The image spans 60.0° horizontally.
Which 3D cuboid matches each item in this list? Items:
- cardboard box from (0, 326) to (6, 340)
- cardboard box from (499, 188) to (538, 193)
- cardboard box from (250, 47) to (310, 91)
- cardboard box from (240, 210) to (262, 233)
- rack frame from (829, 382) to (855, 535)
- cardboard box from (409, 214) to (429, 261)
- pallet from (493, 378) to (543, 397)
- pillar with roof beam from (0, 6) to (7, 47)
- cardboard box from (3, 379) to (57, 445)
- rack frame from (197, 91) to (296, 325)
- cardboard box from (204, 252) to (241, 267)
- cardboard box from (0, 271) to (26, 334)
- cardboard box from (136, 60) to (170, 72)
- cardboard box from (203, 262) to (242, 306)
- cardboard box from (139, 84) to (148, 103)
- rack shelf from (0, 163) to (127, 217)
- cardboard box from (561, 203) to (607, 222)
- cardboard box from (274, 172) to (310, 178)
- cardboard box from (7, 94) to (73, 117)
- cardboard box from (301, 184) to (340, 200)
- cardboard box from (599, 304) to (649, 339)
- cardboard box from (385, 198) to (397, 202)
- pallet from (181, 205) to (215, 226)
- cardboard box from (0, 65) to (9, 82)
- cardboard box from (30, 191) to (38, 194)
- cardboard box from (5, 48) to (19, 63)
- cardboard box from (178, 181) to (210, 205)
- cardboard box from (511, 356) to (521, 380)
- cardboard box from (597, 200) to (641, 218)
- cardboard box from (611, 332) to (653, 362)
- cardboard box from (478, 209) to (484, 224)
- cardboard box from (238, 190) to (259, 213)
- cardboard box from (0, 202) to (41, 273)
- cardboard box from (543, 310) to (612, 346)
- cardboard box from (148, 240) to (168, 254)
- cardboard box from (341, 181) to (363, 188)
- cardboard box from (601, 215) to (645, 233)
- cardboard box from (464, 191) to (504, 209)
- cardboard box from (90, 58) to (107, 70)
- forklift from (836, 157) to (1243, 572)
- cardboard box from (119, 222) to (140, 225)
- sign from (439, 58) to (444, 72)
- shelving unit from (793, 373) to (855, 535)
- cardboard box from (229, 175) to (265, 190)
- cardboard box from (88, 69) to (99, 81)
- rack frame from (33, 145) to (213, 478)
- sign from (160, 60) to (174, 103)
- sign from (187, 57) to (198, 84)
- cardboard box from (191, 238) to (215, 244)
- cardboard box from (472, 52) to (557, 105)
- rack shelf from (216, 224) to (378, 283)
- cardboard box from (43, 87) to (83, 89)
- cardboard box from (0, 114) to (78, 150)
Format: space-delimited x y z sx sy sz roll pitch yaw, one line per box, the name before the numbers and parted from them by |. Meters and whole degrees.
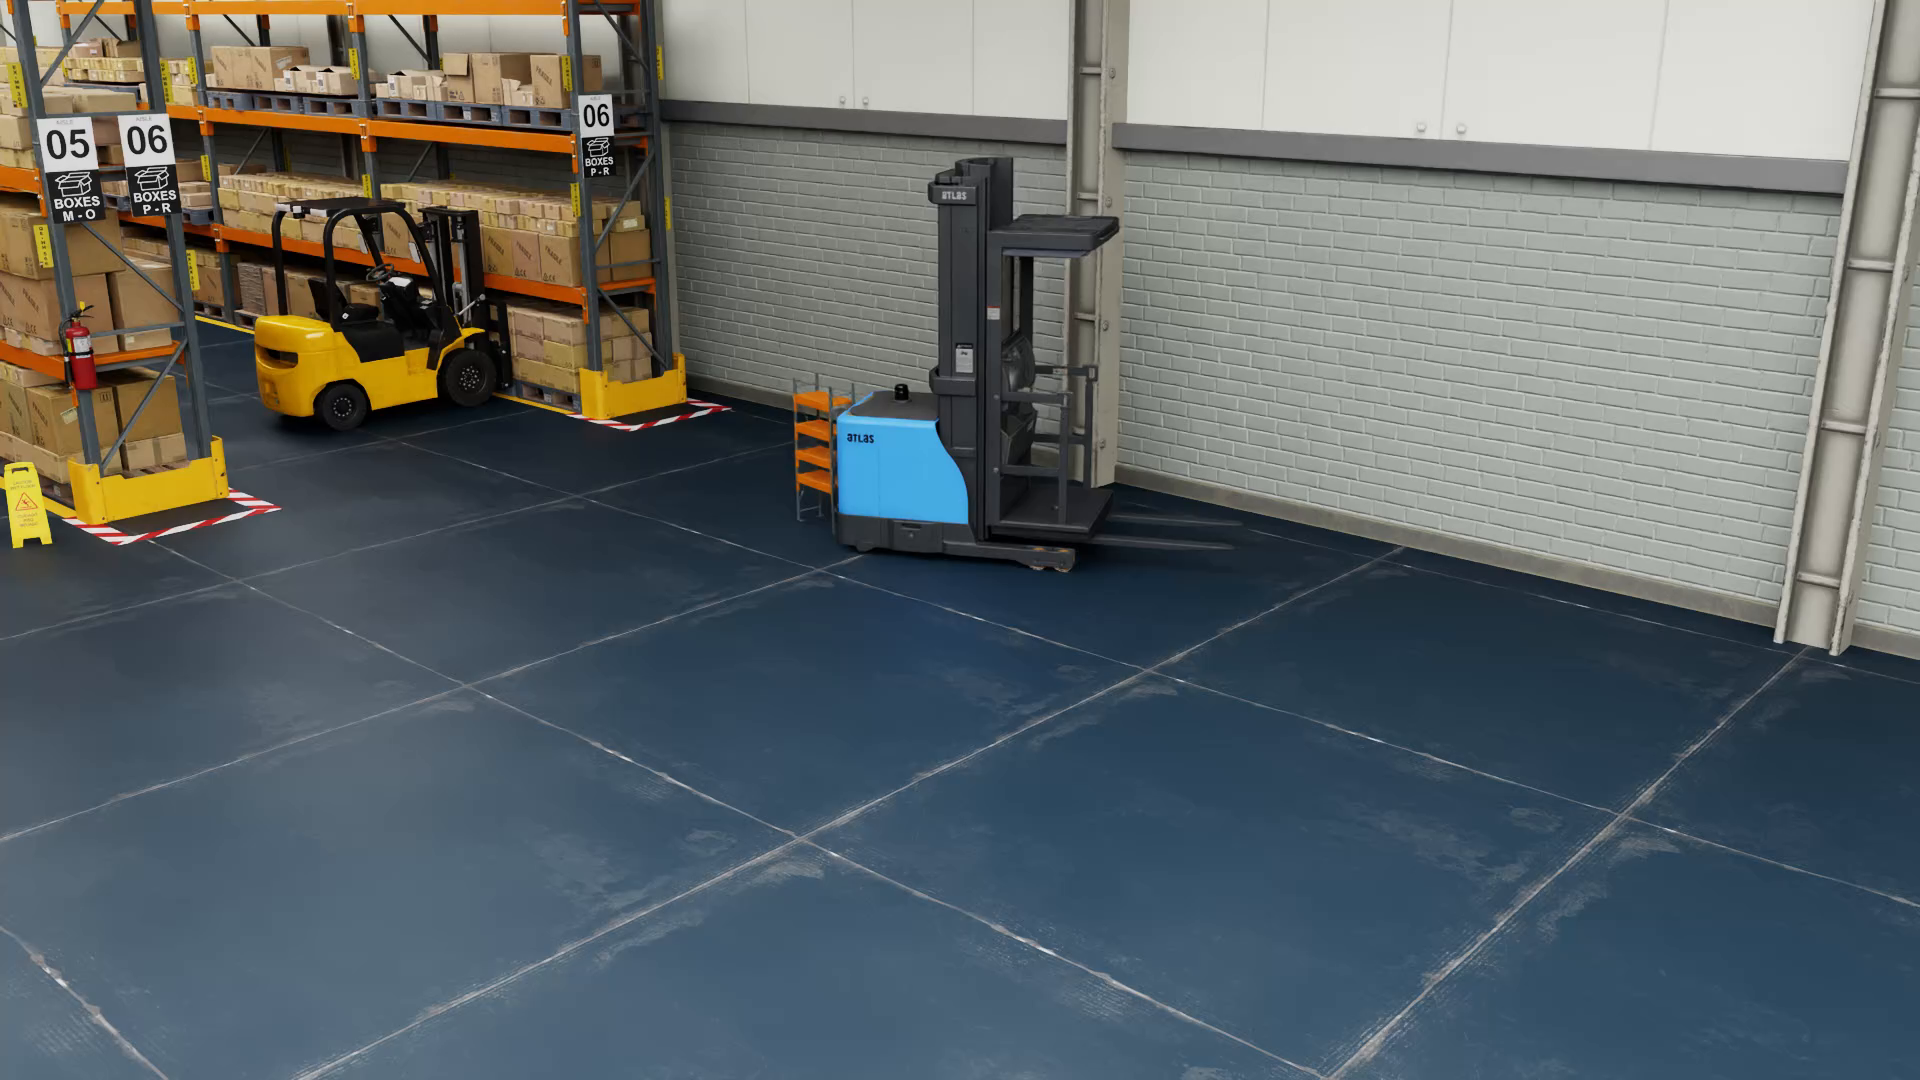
cardboard box | -8.143 -1.843 14.376 0.250 0.149 0.380 15 23 39
cardboard box | -4.874 -3.803 18.405 0.250 0.149 0.380 16 24 41
cardboard box | -8.268 -5.745 20.273 0.500 0.500 0.500 16 23 41
cardboard box | -8.867 -4.107 21.342 0.500 0.250 0.500 14 23 38
rack frame | -0.921 -0.638 13.137 0.240 1.200 0.015 -14 22 -38
cardboard box | -5.859 -3.421 18.766 0.500 0.500 0.500 16 23 40
pallet | -4.934 -1.879 18.683 1.213 0.211 1.003 15 23 39
pillar with roof beam | -19.669 -8.662 25.530 0.400 9.000 9.100 15 23 39
cardboard box | -7.883 -1.148 14.382 0.500 0.500 0.500 16 24 41
rack frame | -9.410 -4.425 22.096 0.127 3.000 1.000 15 23 39
cardboard box | -9.947 -3.785 22.445 0.250 0.149 0.380 14 22 37
cardboard box | -7.678 -2.033 13.901 0.500 0.500 0.500 15 23 39
cardboard box | -10.834 -6.378 22.388 0.250 0.149 0.380 15 23 39
cardboard box | -9.869 -3.470 22.525 0.500 0.500 0.500 16 24 41
cardboard box | -10.706 -6.033 22.451 0.500 0.250 0.500 15 23 39
rack shelf | -8.214 -3.184 14.415 4.000 0.370 1.077 15 23 39
cardboard box | -3.834 -3.342 16.953 0.250 0.149 0.380 15 23 39
cardboard box | -8.762 -4.735 21.836 0.250 0.149 0.380 16 23 41
cardboard box | -7.167 -3.386 12.961 0.250 0.149 0.380 15 23 40
cardboard box | -7.796 -4.247 20.298 0.250 0.149 0.380 15 23 40
cardboard box | -3.660 -2.324 17.675 0.500 0.250 0.500 15 23 38
cardboard box | -6.354 -3.855 19.063 0.250 0.149 0.380 15 23 38
pallet | -9.963 -4.454 22.504 1.003 0.211 1.213 15 23 39
cardboard box | -14.475 -7.178 25.567 0.500 0.250 0.500 14 22 38
cardboard box | -14.189 -5.465 25.790 0.250 0.149 0.380 16 23 40
cardboard box | -14.087 -7.320 25.188 0.500 0.250 0.500 16 24 41
cardboard box | -10.414 -4.692 22.492 0.500 0.250 0.500 14 22 37
cardboard box | -4.721 -1.936 18.104 0.500 0.250 0.500 15 23 40
cardboard box | -3.536 -3.433 17.242 0.250 0.149 0.380 14 23 38
cardboard box | -3.640 -2.088 17.757 0.500 0.250 0.500 16 23 40
cardboard box | -4.974 -3.504 17.958 0.250 0.149 0.380 15 23 39
cardboard box | -8.866 -4.347 21.271 0.500 0.250 0.500 16 24 41
cardboard box | -7.619 -2.518 13.776 0.500 0.500 0.700 15 23 40
cardboard box | -3.978 -2.207 17.305 0.500 0.250 0.500 16 24 41
cardboard box | -11.292 -4.166 23.646 0.250 0.149 0.380 16 24 41
cardboard box | -7.457 -4.366 20.672 0.250 0.149 0.380 15 23 39
cardboard box | -3.508 -3.303 17.321 0.250 0.149 0.380 14 23 38
cardboard box | -5.162 -3.703 18.091 0.250 0.149 0.380 15 23 39
cardboard box | -11.851 -6.625 23.133 0.250 0.149 0.380 15 23 38
forklift | 0.627 -1.336 12.475 3.031 2.935 1.130 5 18 14
cardboard box | -12.270 -4.569 24.425 0.250 0.149 0.380 15 23 38
sign | -6.051 -5.462 19.419 0.005 0.325 0.100 15 23 39
shelving unit | -1.078 -0.694 13.315 0.258 1.200 0.503 -14 22 -38
cardboard box | -9.166 -4.598 21.404 0.250 0.149 0.380 16 23 40
cardboard box | -11.885 -6.478 23.160 0.250 0.149 0.380 15 23 40
rack frame | -6.718 -1.695 13.494 0.127 3.000 1.000 15 23 39
sign | -6.358 -3.664 13.295 0.005 0.325 0.100 15 23 39
sign | -9.772 -5.979 21.179 0.005 0.325 0.100 15 23 39
cardboard box | -10.769 -4.230 23.846 0.250 0.149 0.380 14 22 37
cardboard box | -4.619 -4.806 17.313 0.500 0.500 0.700 15 23 40
rack shelf | -7.914 -3.681 20.940 4.000 0.370 1.077 15 23 39
cardboard box | -7.722 -3.780 14.202 0.250 0.149 0.380 16 24 41
cardboard box | -7.280 -3.237 13.150 0.500 0.250 0.500 15 23 39
